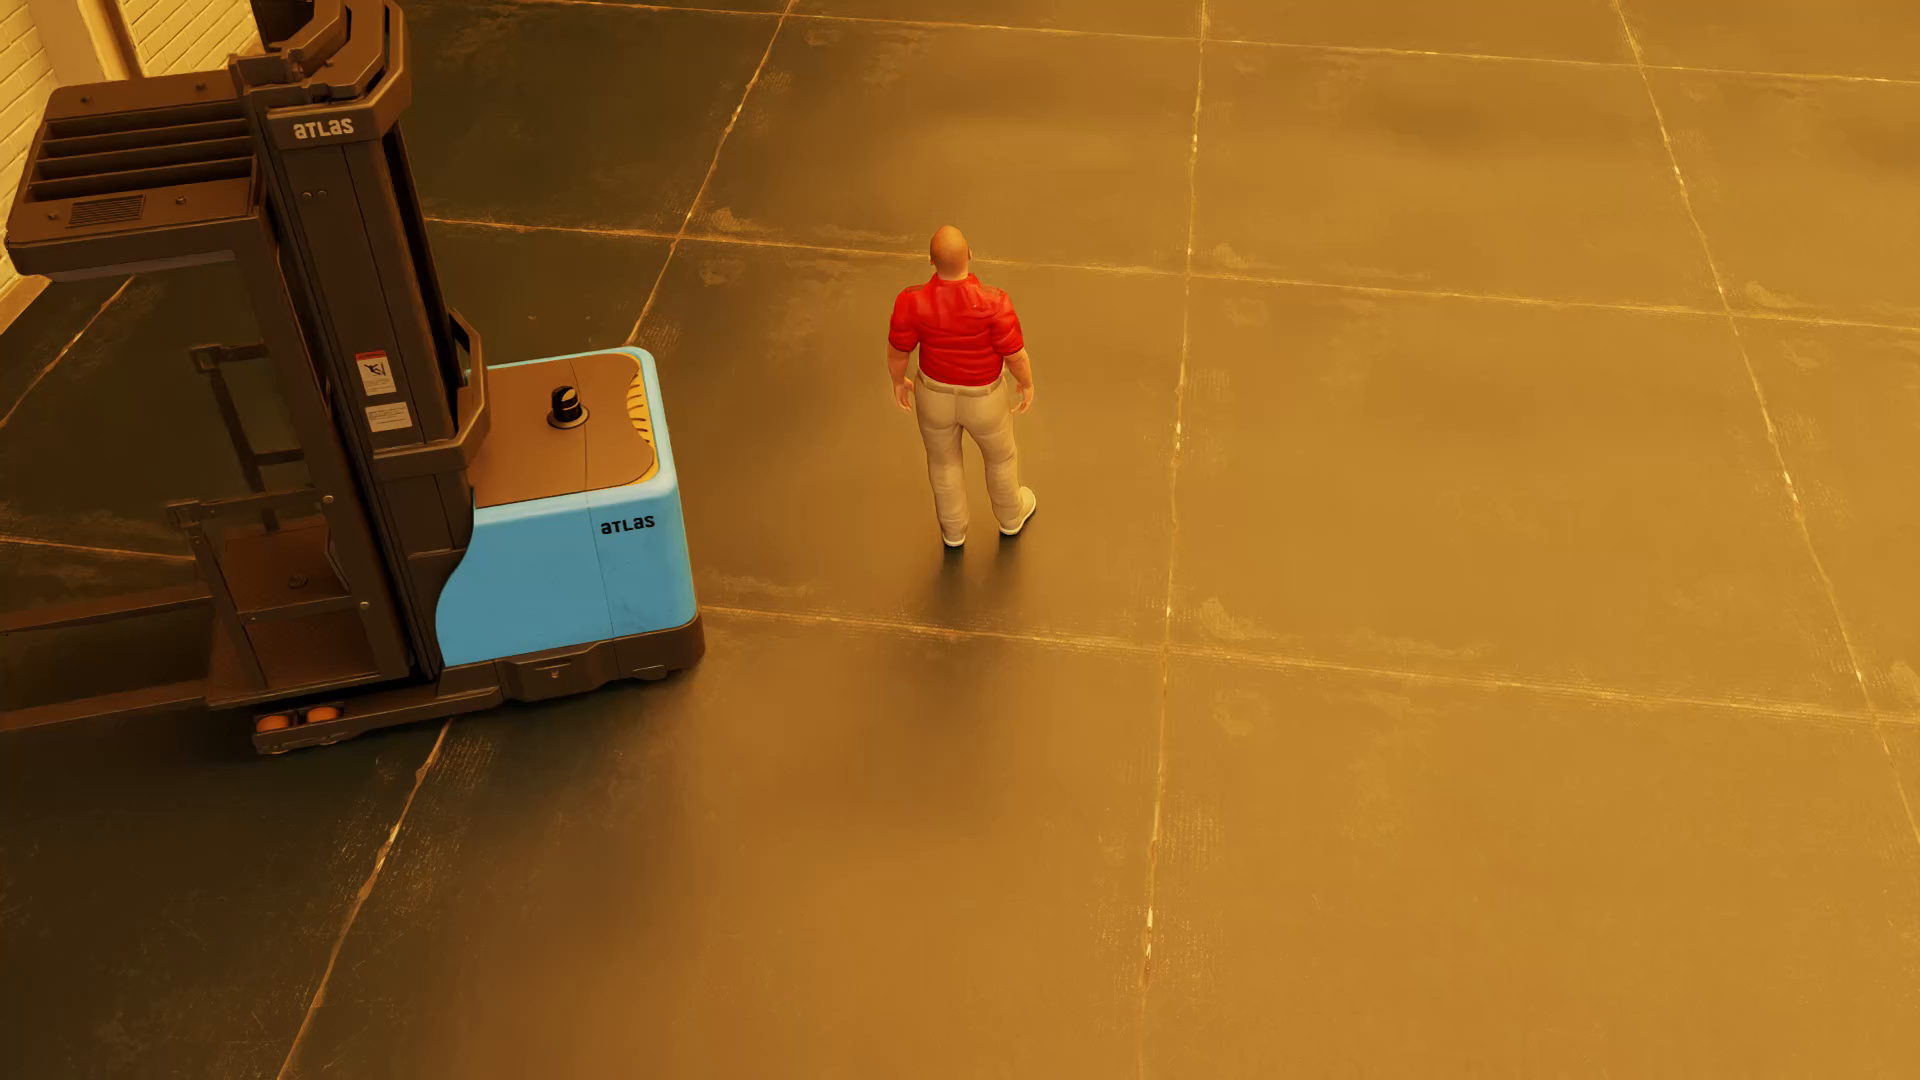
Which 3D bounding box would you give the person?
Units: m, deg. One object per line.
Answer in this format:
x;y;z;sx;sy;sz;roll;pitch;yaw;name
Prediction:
0.023;-0.702;7.365;0.641;1.727;0.550;5;43;6;person

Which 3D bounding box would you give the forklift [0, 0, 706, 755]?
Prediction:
-2.686;-0.587;6.363;3.031;2.935;1.130;-10;43;-10;forklift
